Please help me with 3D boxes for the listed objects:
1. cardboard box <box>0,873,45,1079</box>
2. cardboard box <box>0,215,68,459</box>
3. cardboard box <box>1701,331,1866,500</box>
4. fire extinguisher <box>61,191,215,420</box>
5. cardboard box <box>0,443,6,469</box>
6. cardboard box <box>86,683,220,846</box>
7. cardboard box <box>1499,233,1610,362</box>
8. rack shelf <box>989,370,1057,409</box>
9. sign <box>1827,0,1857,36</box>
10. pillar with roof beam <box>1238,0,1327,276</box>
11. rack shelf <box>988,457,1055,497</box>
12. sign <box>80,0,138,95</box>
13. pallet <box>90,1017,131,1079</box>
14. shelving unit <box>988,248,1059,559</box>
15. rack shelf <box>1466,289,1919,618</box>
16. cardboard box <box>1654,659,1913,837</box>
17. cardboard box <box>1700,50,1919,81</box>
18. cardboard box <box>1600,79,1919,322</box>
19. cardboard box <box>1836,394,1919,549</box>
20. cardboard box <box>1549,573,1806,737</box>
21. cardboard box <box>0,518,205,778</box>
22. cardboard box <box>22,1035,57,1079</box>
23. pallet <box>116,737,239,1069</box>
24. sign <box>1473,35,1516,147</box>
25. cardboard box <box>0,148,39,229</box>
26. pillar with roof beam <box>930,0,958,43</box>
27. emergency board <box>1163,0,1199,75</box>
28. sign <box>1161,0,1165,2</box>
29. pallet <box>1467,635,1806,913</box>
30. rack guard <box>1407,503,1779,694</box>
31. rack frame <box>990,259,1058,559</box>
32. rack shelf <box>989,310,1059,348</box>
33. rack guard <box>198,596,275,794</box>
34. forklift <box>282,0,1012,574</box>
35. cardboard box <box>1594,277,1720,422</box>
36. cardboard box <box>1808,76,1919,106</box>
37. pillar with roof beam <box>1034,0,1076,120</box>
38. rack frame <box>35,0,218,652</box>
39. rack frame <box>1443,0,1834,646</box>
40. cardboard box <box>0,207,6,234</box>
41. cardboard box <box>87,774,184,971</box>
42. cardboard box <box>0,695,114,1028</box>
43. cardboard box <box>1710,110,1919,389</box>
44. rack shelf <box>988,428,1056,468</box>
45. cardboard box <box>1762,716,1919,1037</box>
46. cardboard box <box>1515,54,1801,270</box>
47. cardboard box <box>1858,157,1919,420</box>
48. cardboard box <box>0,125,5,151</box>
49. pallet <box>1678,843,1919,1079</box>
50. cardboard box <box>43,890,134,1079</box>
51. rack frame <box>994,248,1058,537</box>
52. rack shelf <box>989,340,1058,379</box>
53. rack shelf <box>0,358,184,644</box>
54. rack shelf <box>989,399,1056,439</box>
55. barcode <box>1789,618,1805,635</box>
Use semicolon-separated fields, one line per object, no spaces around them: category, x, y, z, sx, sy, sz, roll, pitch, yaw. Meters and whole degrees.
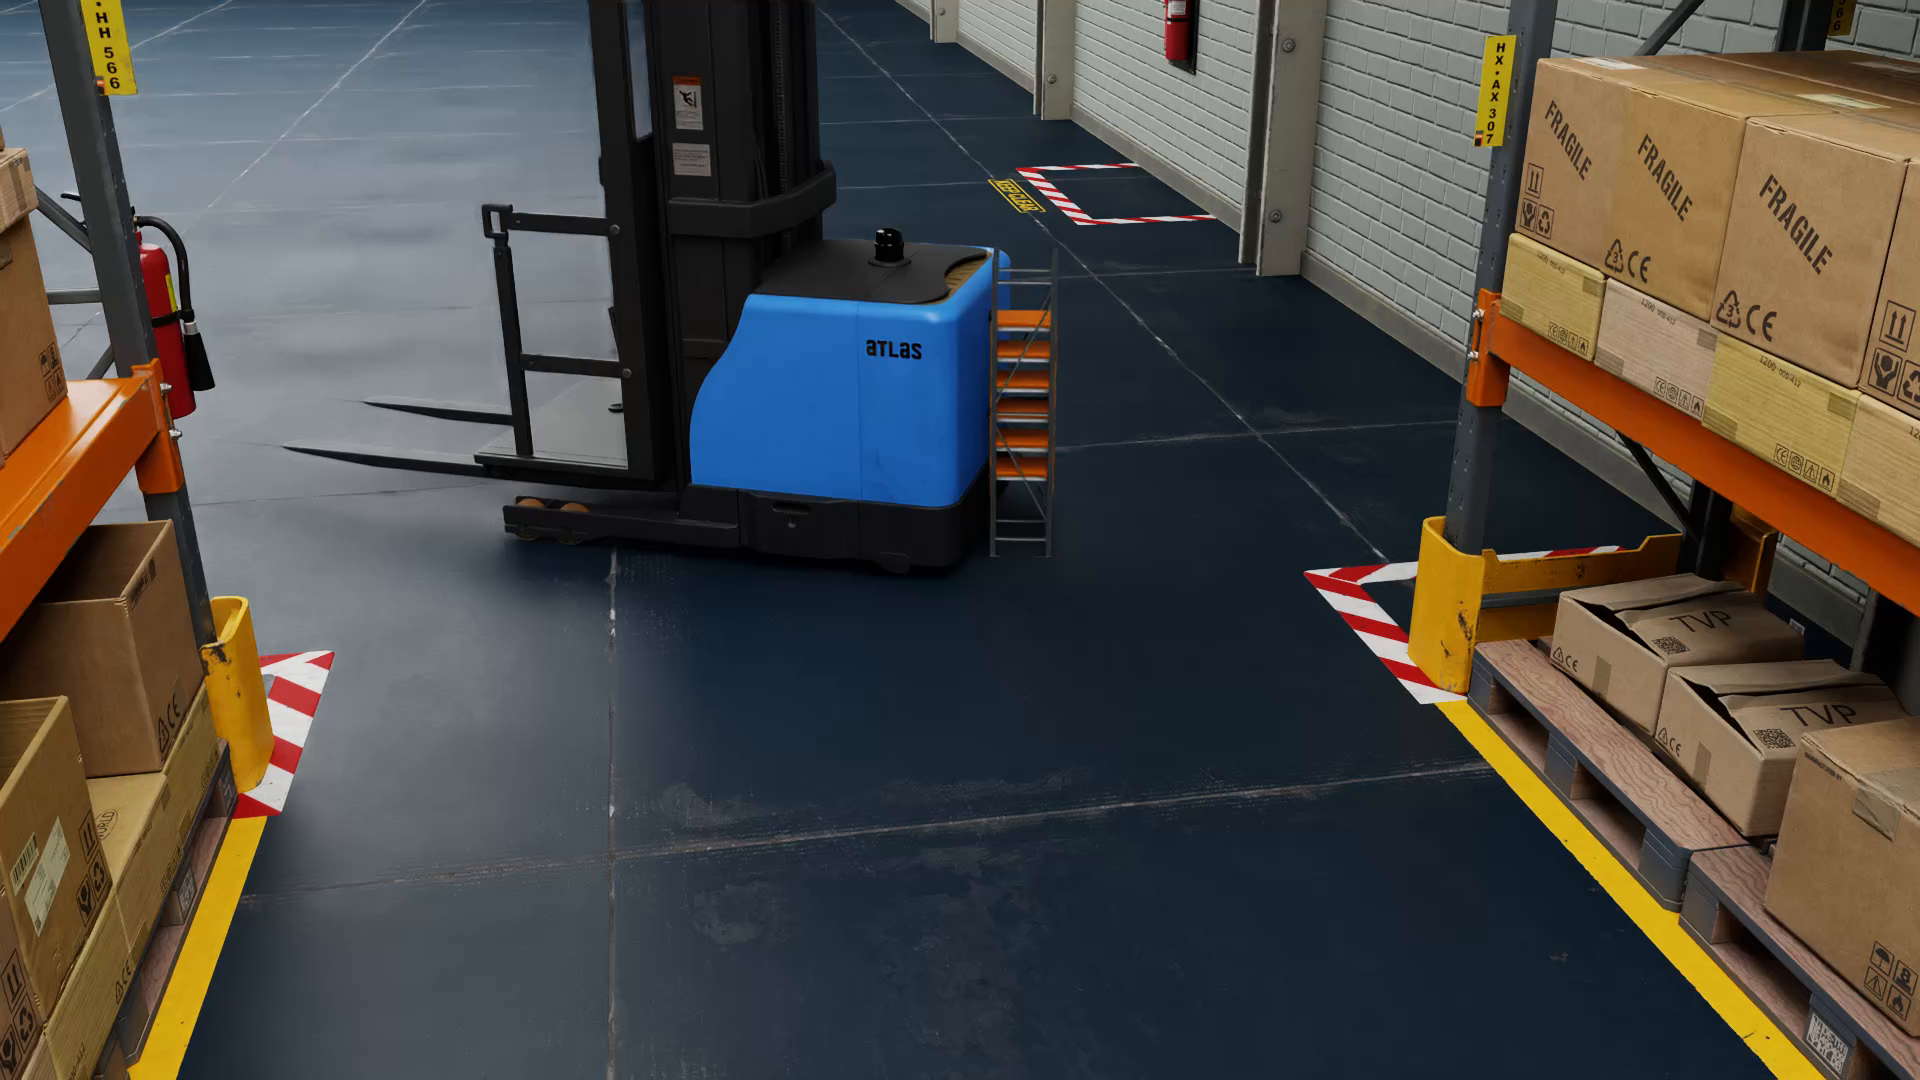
cardboard box;-2.036;0.873;2.976;0.500;0.500;0.500;-4;24;-10
cardboard box;-2.644;-0.490;3.998;0.700;0.500;0.500;-4;24;-10
cardboard box;2.126;-0.317;3.892;0.500;0.250;0.500;-5;24;-11
fire extinguisher;-2.283;-0.674;4.642;0.296;0.674;0.183;-4;24;-10
cardboard box;-2.542;-0.283;3.526;0.700;0.500;0.500;-4;24;-8
cardboard box;-2.328;0.628;4.474;0.500;0.250;0.500;-4;24;-10
cardboard box;1.928;-0.721;4.817;0.500;0.250;0.500;-5;24;-11
rack shelf;0.243;-0.584;6.399;0.258;0.103;0.180;1;24;3
sign;2.699;-1.705;5.065;0.100;0.325;0.005;-4;24;-10
pillar with roof beam;-2.211;-5.576;8.273;9.100;9.000;0.400;-4;24;-10
rack shelf;0.243;-0.254;6.543;0.258;0.103;0.180;1;24;3
sign;-2.182;-1.302;4.241;0.100;0.325;0.005;-4;24;-10
pallet;-2.313;1.426;3.221;1.003;0.211;1.213;-4;24;-10
shelving unit;0.243;-0.515;6.430;0.258;1.200;0.189;1;24;3
rack shelf;2.520;0.120;3.627;1.077;0.370;4.000;-4;24;-10
cardboard box;2.295;0.537;4.582;0.500;0.311;0.500;-2;24;-5
cardboard box;2.446;-1.111;4.771;0.500;0.500;0.500;-5;24;-10
cardboard box;2.024;-0.875;4.232;0.500;0.500;0.500;-4;24;-10
cardboard box;2.218;-0.118;3.436;0.500;0.250;0.500;-4;24;-9
cardboard box;2.189;0.313;5.096;0.500;0.311;0.500;-7;25;-16
cardboard box;-2.326;0.284;4.325;0.500;0.500;0.500;-4;24;-10
cardboard box;-2.039;1.217;3.126;0.500;0.250;0.500;-4;24;-10
pallet;-2.535;0.947;4.318;1.003;0.211;1.213;-4;24;-10
sign;1.617;-1.353;5.019;0.100;0.325;0.005;-4;24;-10
cardboard box;-2.460;-0.835;3.979;0.380;0.149;0.250;-5;24;-11
pillar with roof beam;-4.430;-10.296;19.081;9.100;9.000;0.400;-4;24;-10
emergency board;1.600;-4.120;12.436;0.194;1.169;0.643;-4;24;-10
sign;1.600;-4.362;12.944;0.001;0.329;0.234;-4;24;-10
pallet;2.279;0.633;5.036;1.003;0.211;1.213;-4;24;-10
rack guard;2.164;0.179;5.716;1.175;0.500;0.348;-4;24;-10
rack frame;0.239;-0.478;6.346;0.240;1.200;0.006;1;24;3
rack shelf;0.243;-0.804;6.303;0.258;0.103;0.180;1;24;3
rack guard;-2.722;0.508;4.963;1.175;0.500;0.348;-4;24;-10
forklift;-1.354;-1.519;6.565;3.031;2.935;1.130;6;24;13
cardboard box;2.038;-0.518;4.351;0.500;0.250;0.500;-5;24;-11
cardboard box;2.529;-0.912;4.316;0.500;0.500;0.500;-4;24;-9
pillar with roof beam;-3.320;-7.936;13.677;9.100;9.000;0.400;-4;24;-10
rack frame;-2.718;-0.628;4.441;1.000;3.000;0.127;-4;24;-10
rack frame;2.150;-0.997;5.284;1.000;3.000;0.127;-4;24;-10
cardboard box;-2.410;-0.732;3.744;0.380;0.149;0.250;-4;24;-8
cardboard box;-2.224;0.824;4.026;0.500;0.250;0.500;-4;24;-10
cardboard box;-2.127;0.677;3.427;0.500;0.500;0.500;-4;24;-10
cardboard box;2.114;-0.672;3.766;0.500;0.500;0.500;-5;24;-11
rack shelf;0.243;-0.364;6.495;0.258;0.103;0.180;1;24;3
cardboard box;2.381;0.743;3.875;0.700;0.500;0.500;-6;24;-13
cardboard box;1.943;-1.071;4.679;0.500;0.500;0.500;-4;24;-10
cardboard box;2.221;-0.470;3.303;0.500;0.500;0.500;-4;24;-8
cardboard box;-2.634;-1.063;3.691;0.700;0.500;0.500;-4;24;-10
pallet;2.502;1.112;3.939;1.003;0.211;1.213;-4;24;-10
cardboard box;-2.130;1.021;3.576;0.500;0.250;0.500;-4;24;-10
rack frame;0.248;-0.551;6.513;0.240;1.200;0.006;1;24;3
rack shelf;0.243;-0.694;6.351;0.258;0.103;0.180;1;24;3
rack shelf;-2.348;0.488;2.784;1.077;0.370;4.000;-4;24;-10
rack shelf;0.243;-0.474;6.447;0.258;0.103;0.180;1;24;3
barcode;2.586;0.286;5.145;0.001;0.075;0.075;-4;24;-10
